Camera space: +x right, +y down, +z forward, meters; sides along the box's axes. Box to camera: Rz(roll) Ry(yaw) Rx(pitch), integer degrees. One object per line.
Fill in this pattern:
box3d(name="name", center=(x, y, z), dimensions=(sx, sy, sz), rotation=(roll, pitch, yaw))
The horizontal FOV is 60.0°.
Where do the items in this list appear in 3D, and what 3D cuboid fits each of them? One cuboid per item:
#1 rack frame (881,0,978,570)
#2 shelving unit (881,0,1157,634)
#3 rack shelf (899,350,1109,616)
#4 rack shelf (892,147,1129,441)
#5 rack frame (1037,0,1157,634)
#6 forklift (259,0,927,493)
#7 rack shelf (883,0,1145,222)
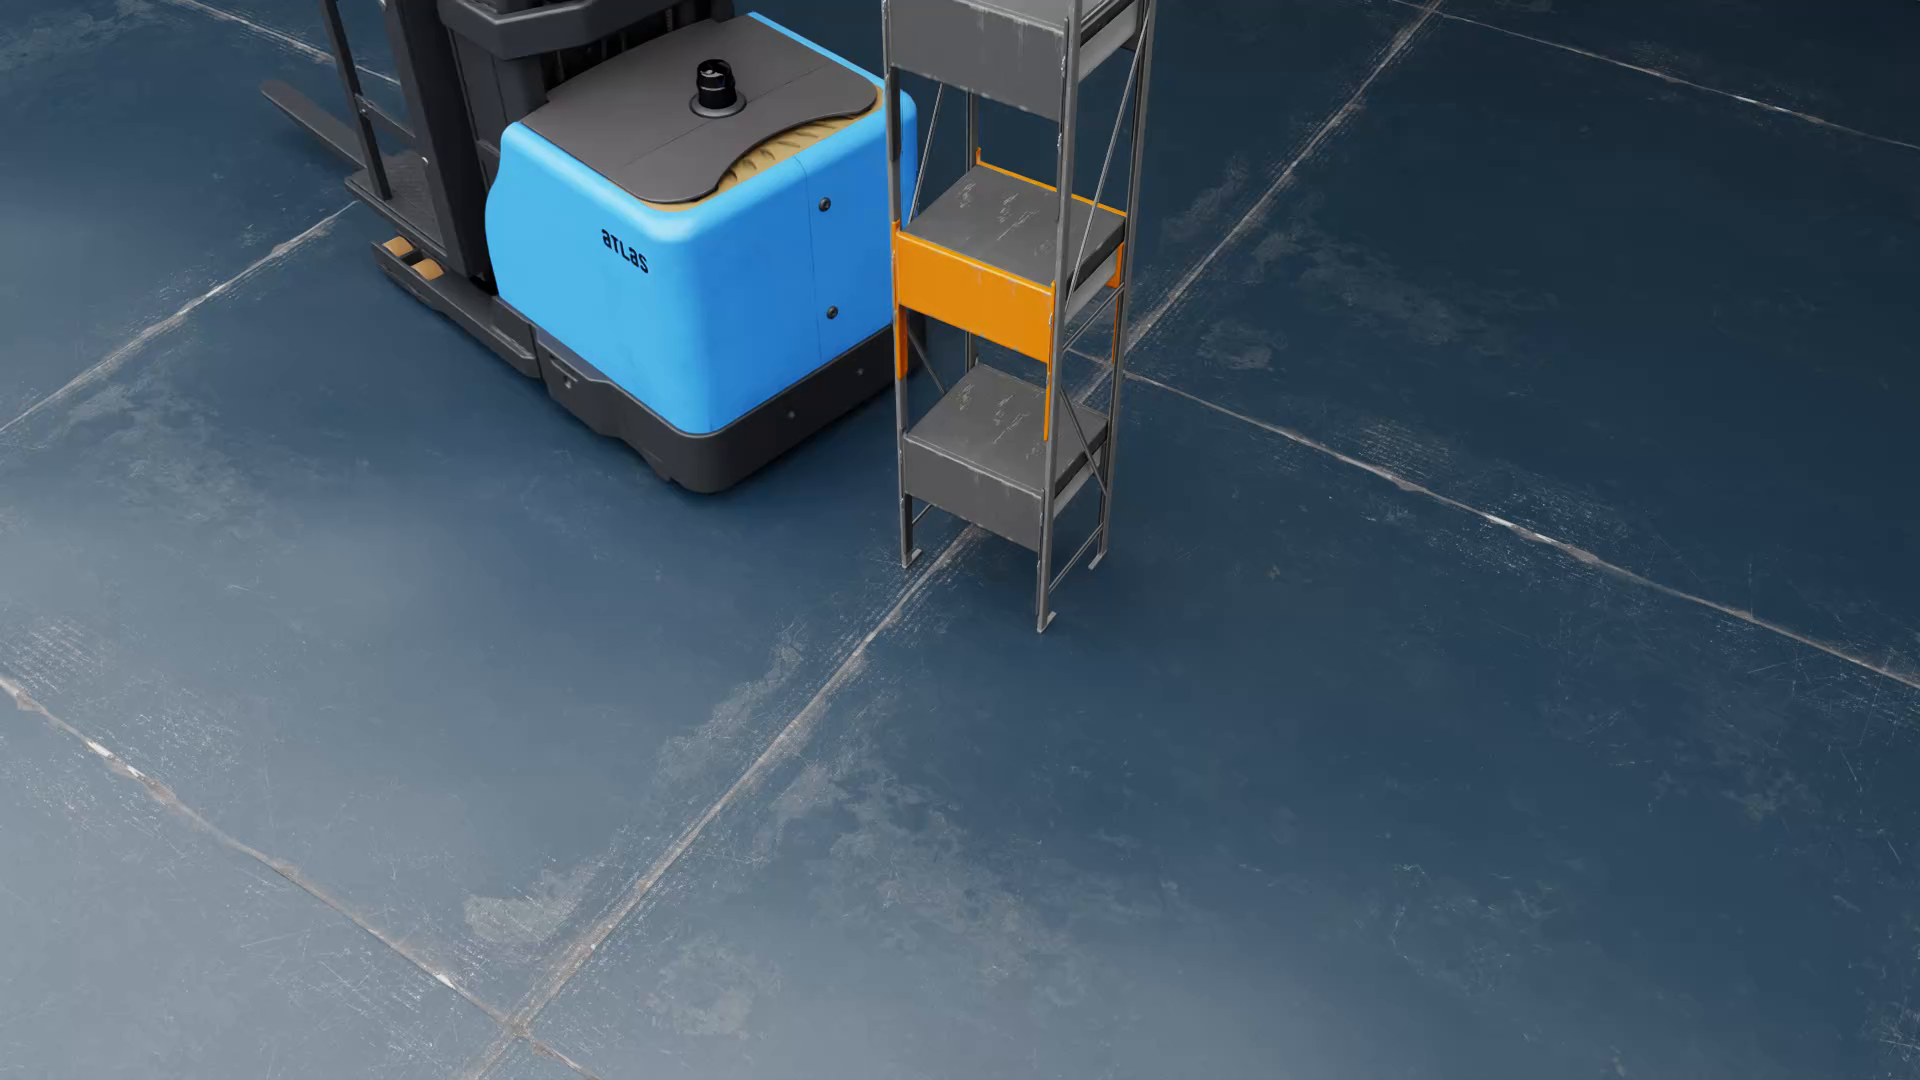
box3d(name="rack frame", center=(-0.066, -0.762, 4.526), dimensions=(0.015, 2.100, 0.400), rotation=(25, 51, 22))
box3d(name="shelving unit", center=(0.139, -0.668, 4.435), dimensions=(0.503, 2.100, 0.431), rotation=(25, 51, 22))
box3d(name="rack shelf", center=(0.139, -0.170, 4.946), dimensions=(0.480, 0.518, 0.431), rotation=(25, 51, 22))
box3d(name="rack shelf", center=(0.139, -0.658, 4.444), dimensions=(0.480, 0.518, 0.431), rotation=(25, 51, 22))
box3d(name="rack frame", center=(0.345, -0.573, 4.343), dimensions=(0.015, 2.100, 0.400), rotation=(25, 51, 22))
box3d(name="forklift", center=(-1.521, -2.117, 5.263), dimensions=(3.031, 2.935, 1.130), rotation=(35, 55, 29))
box3d(name="rack shelf", center=(0.139, -1.146, 3.942), dimensions=(0.480, 0.518, 0.431), rotation=(25, 51, 22))
